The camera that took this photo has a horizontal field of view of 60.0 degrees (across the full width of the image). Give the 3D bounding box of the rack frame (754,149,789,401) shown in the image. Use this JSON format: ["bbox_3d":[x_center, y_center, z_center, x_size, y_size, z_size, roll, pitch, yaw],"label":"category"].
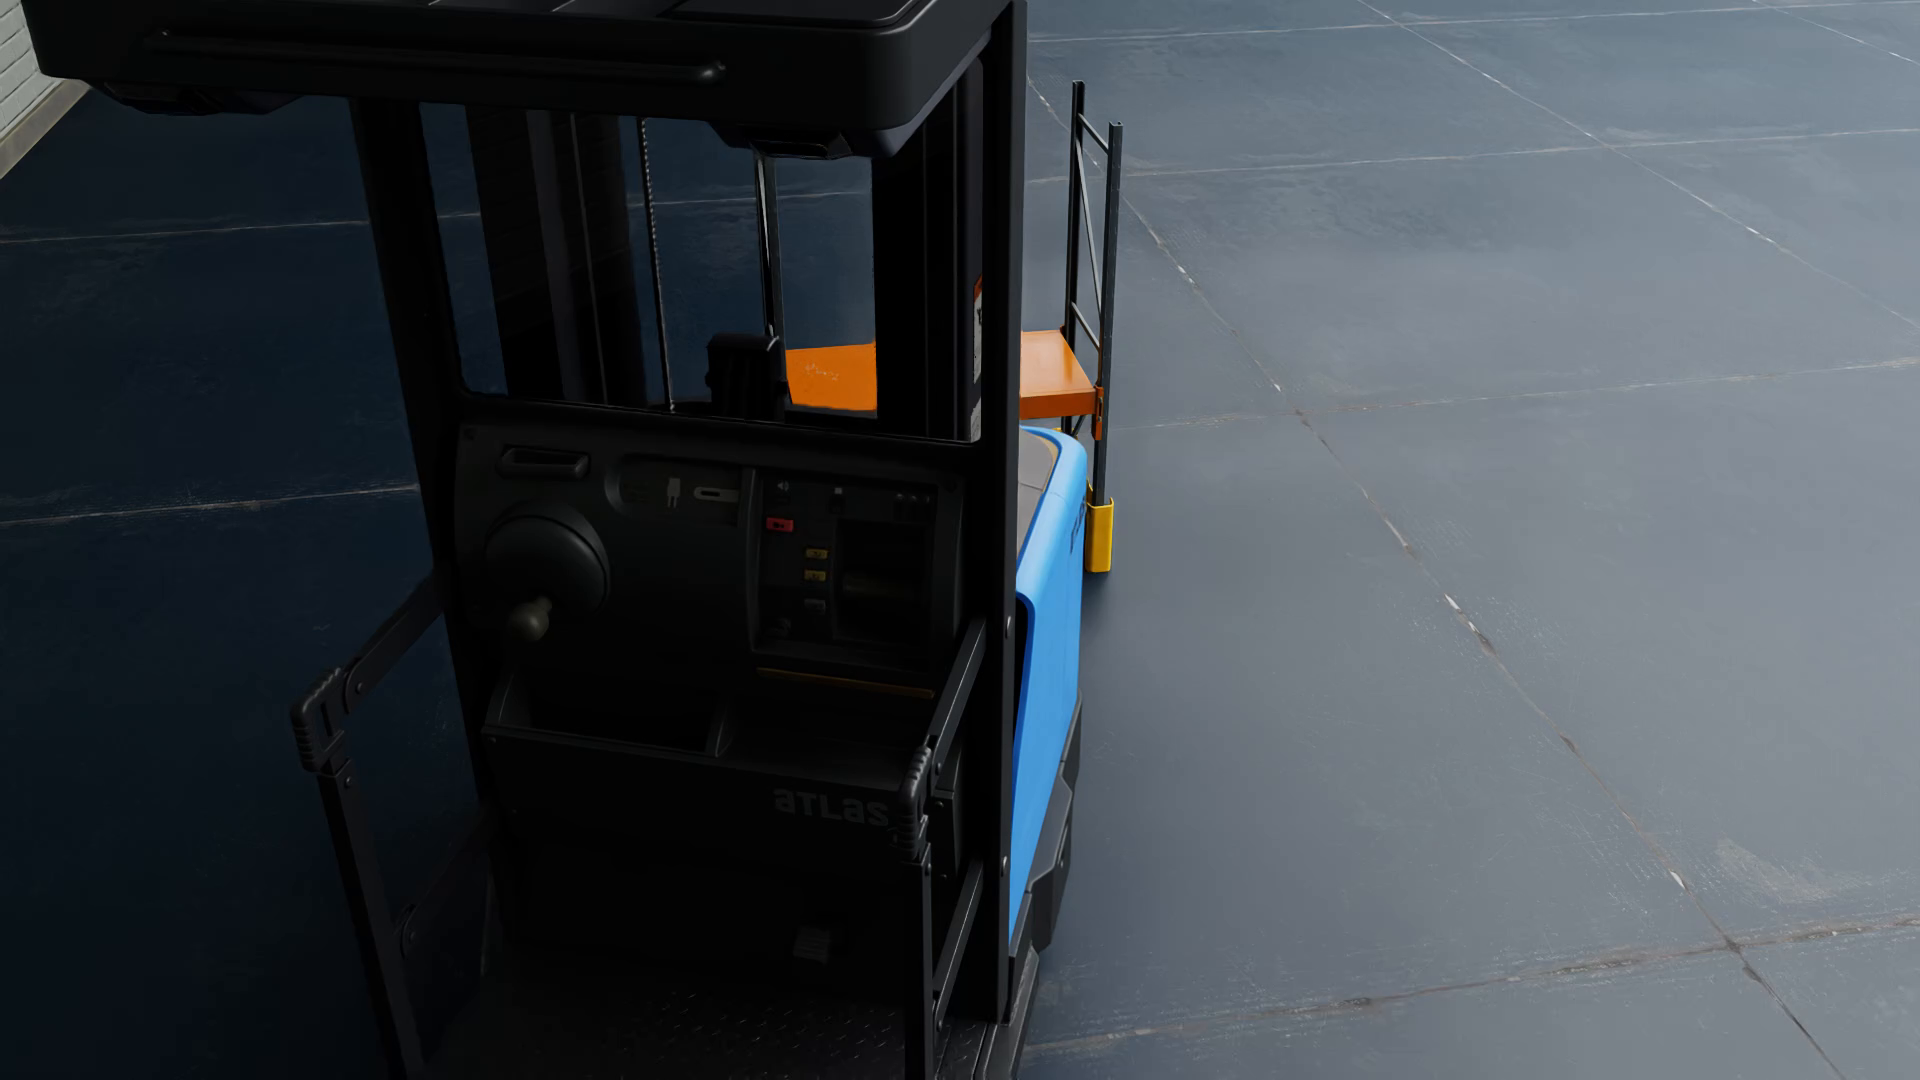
[{"bbox_3d":[-0.584,-0.592,5.278,0.032,1.500,0.500,-5,31,-9],"label":"rack frame"}]

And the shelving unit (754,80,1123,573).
[{"bbox_3d":[-0.075,-0.640,5.358,1.083,1.500,0.587,-5,31,-9],"label":"shelving unit"}]

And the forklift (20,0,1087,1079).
[{"bbox_3d":[-0.494,0.068,2.743,1.130,2.935,3.031,6,31,11],"label":"forklift"}]

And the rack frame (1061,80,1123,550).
[{"bbox_3d":[0.416,-0.685,5.436,0.032,1.500,0.500,-5,31,-9],"label":"rack frame"}]

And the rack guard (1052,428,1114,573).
[{"bbox_3d":[0.415,-0.146,5.752,0.087,0.250,0.587,-5,31,-9],"label":"rack guard"}]

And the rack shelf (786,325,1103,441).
[{"bbox_3d":[-0.084,-0.484,5.448,1.000,0.185,0.538,-5,31,-9],"label":"rack shelf"}]
